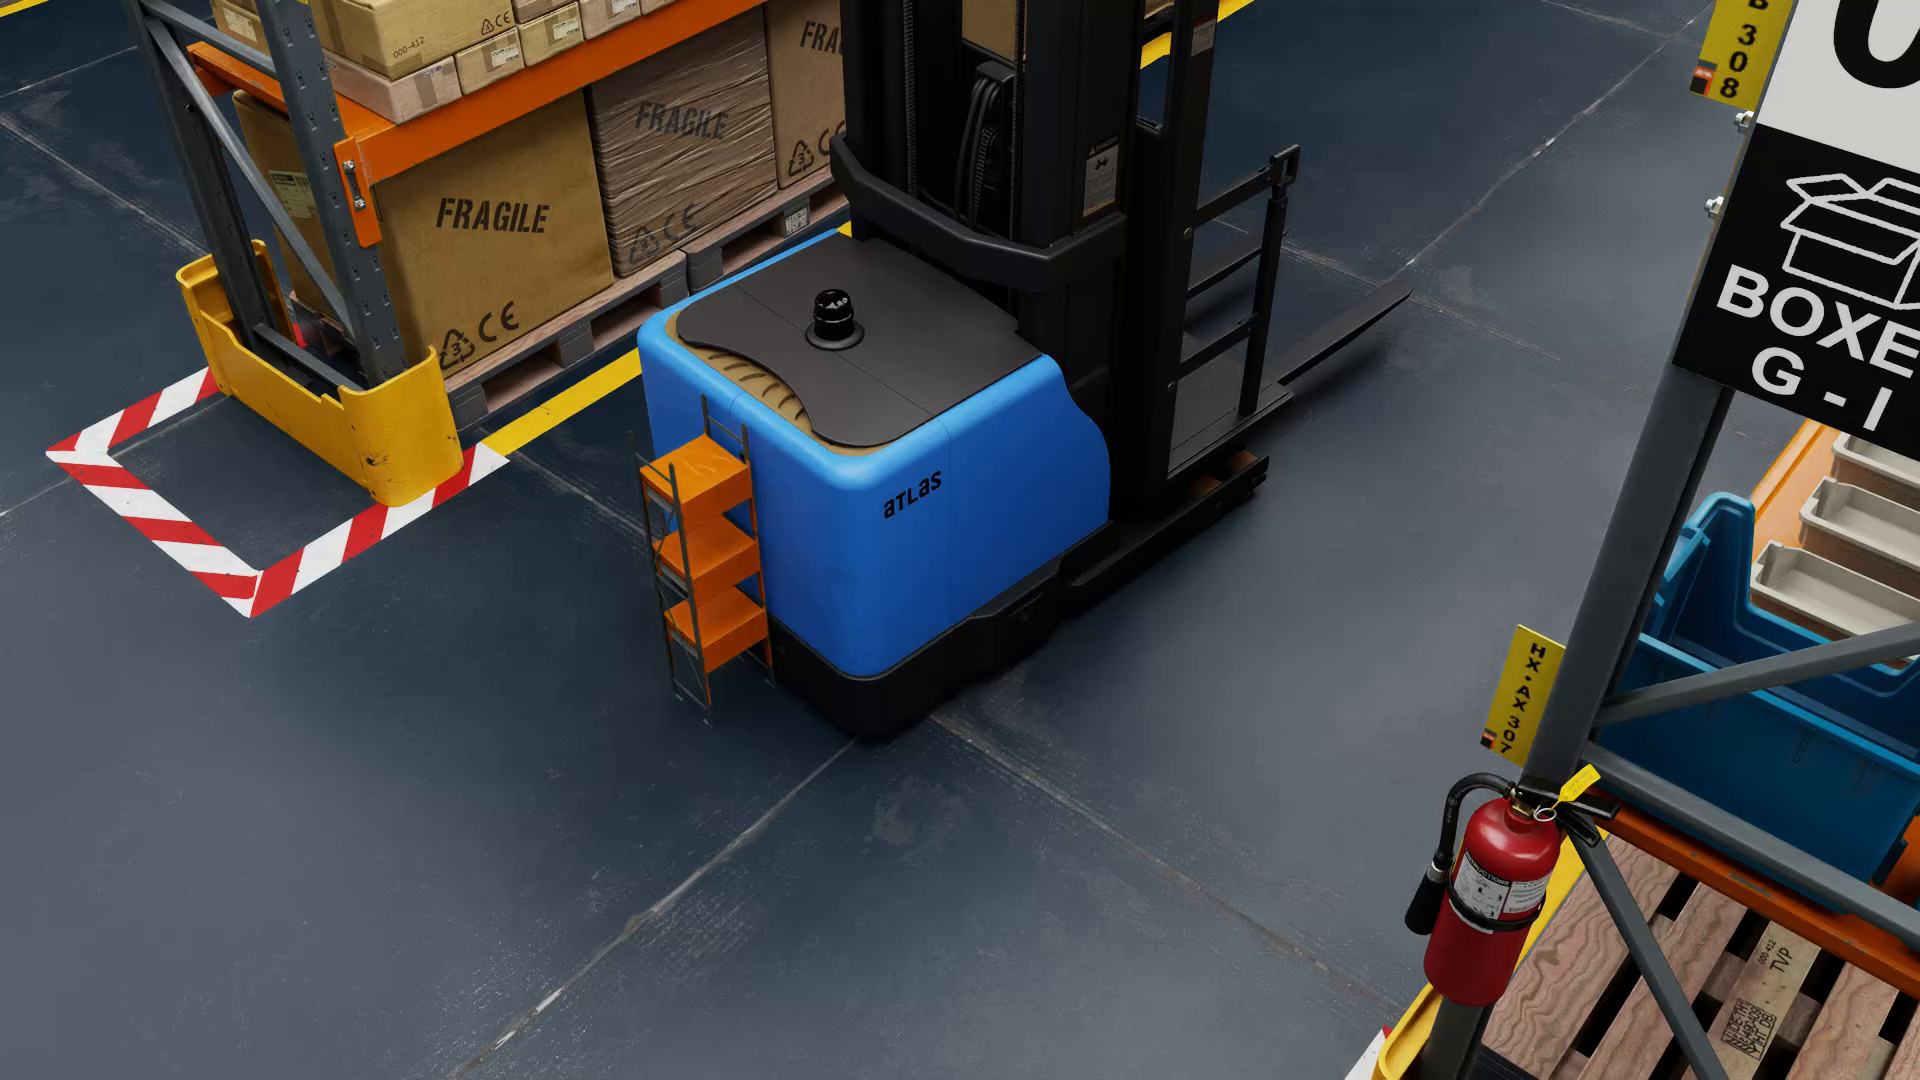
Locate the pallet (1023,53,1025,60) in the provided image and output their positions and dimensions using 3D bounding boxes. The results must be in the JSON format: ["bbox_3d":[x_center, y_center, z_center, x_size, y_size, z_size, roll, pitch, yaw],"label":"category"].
[{"bbox_3d":[-0.293,-2.231,8.046,1.003,0.211,1.213,29,50,28],"label":"pallet"}]

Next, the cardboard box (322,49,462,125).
[{"bbox_3d":[-1.837,-1.507,5.365,0.380,0.149,0.250,30,50,29],"label":"cardboard box"}]

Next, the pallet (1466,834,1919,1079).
[{"bbox_3d":[2.034,1.208,4.265,1.003,0.211,1.213,29,50,28],"label":"pallet"}]

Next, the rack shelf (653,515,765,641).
[{"bbox_3d":[-0.741,0.093,4.883,0.240,0.259,0.215,-33,51,-31],"label":"rack shelf"}]

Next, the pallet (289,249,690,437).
[{"bbox_3d":[-1.863,-0.974,6.664,1.003,0.211,1.213,29,50,28],"label":"pallet"}]

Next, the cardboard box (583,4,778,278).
[{"bbox_3d":[-1.381,-1.762,6.726,0.875,0.875,0.875,29,50,28],"label":"cardboard box"}]

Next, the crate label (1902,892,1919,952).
[{"bbox_3d":[1.884,0.639,2.897,0.416,0.233,0.303,29,50,28],"label":"crate label"}]

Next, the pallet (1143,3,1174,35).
[{"bbox_3d":[0.696,-3.018,8.912,1.003,0.211,1.213,29,50,28],"label":"pallet"}]

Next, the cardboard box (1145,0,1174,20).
[{"bbox_3d":[0.653,-3.327,8.447,1.225,0.875,0.875,30,50,29],"label":"cardboard box"}]

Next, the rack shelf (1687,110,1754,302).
[{"bbox_3d":[2.760,-1.289,3.243,1.077,0.370,4.000,29,50,28],"label":"rack shelf"}]

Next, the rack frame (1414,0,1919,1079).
[{"bbox_3d":[1.471,0.583,2.879,0.949,2.616,0.053,29,50,28],"label":"rack frame"}]

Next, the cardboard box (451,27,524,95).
[{"bbox_3d":[-1.673,-1.640,5.511,0.380,0.149,0.250,29,50,28],"label":"cardboard box"}]

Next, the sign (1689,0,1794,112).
[{"bbox_3d":[1.042,-0.717,2.157,0.100,0.325,0.005,29,50,28],"label":"sign"}]

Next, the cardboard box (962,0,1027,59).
[{"bbox_3d":[-0.229,-2.684,7.739,0.875,0.875,0.875,29,50,28],"label":"cardboard box"}]

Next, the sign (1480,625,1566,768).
[{"bbox_3d":[1.042,0.294,3.076,0.100,0.325,0.005,29,50,28],"label":"sign"}]

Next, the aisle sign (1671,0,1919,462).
[{"bbox_3d":[1.203,-0.467,2.102,0.394,0.787,0.004,29,50,28],"label":"aisle sign"}]

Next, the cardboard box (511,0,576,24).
[{"bbox_3d":[-1.473,-2.016,5.627,0.500,0.250,0.500,29,50,28],"label":"cardboard box"}]

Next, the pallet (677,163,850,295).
[{"bbox_3d":[-1.078,-1.599,7.352,1.003,0.211,1.213,29,50,28],"label":"pallet"}]

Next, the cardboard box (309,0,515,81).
[{"bbox_3d":[-1.802,-1.745,5.330,0.500,0.250,0.500,28,49,27],"label":"cardboard box"}]

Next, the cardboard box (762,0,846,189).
[{"bbox_3d":[-0.809,-2.221,7.230,0.875,0.875,0.875,29,50,28],"label":"cardboard box"}]

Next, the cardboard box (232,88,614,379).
[{"bbox_3d":[-1.967,-1.294,6.210,0.875,0.875,0.875,29,50,28],"label":"cardboard box"}]

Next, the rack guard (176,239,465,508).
[{"bbox_3d":[-2.333,-0.623,6.064,1.175,0.500,0.348,29,50,28],"label":"rack guard"}]

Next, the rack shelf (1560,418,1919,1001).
[{"bbox_3d":[2.760,-0.180,4.252,1.077,0.370,4.000,29,50,28],"label":"rack shelf"}]

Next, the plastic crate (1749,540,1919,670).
[{"bbox_3d":[1.860,0.161,3.494,0.396,0.136,0.243,29,50,28],"label":"plastic crate"}]

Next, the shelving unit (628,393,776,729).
[{"bbox_3d":[-0.741,0.085,4.876,0.252,1.050,0.215,-33,51,-31],"label":"shelving unit"}]

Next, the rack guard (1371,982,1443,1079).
[{"bbox_3d":[1.468,1.527,3.699,1.175,0.500,0.348,29,50,28],"label":"rack guard"}]

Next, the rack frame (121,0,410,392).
[{"bbox_3d":[-2.318,-1.560,5.236,1.000,3.000,0.127,29,50,28],"label":"rack frame"}]

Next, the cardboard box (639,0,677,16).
[{"bbox_3d":[-1.177,-2.037,5.948,0.380,0.149,0.250,29,49,28],"label":"cardboard box"}]

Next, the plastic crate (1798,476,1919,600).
[{"bbox_3d":[2.057,0.018,3.652,0.396,0.136,0.243,29,50,28],"label":"plastic crate"}]

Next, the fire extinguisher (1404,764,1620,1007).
[{"bbox_3d":[1.028,0.632,3.160,0.296,0.674,0.183,29,50,28],"label":"fire extinguisher"}]

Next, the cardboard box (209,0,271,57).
[{"bbox_3d":[-2.340,-1.793,5.679,0.380,0.149,0.250,30,50,29],"label":"cardboard box"}]

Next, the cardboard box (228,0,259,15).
[{"bbox_3d":[-2.209,-1.979,5.587,0.500,0.250,0.500,29,50,28],"label":"cardboard box"}]

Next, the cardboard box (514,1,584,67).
[{"bbox_3d":[-1.508,-1.772,5.656,0.380,0.149,0.250,28,49,28],"label":"cardboard box"}]

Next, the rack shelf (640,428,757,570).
[{"bbox_3d":[-0.741,-0.117,4.692,0.240,0.259,0.215,-33,51,-31],"label":"rack shelf"}]

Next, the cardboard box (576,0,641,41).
[{"bbox_3d":[-1.341,-1.907,5.804,0.380,0.149,0.250,29,50,28],"label":"cardboard box"}]

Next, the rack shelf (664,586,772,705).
[{"bbox_3d":[-0.741,0.299,5.070,0.240,0.259,0.215,-33,51,-31],"label":"rack shelf"}]

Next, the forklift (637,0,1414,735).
[{"bbox_3d":[0.451,-1.373,5.081,3.031,2.935,1.130,-33,51,-31],"label":"forklift"}]

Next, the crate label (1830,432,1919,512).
[{"bbox_3d":[2.218,-0.136,3.821,0.396,0.136,0.243,29,50,28],"label":"crate label"}]

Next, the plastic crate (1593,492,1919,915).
[{"bbox_3d":[1.546,0.296,3.124,0.616,0.435,0.499,29,50,28],"label":"plastic crate"}]

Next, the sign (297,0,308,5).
[{"bbox_3d":[-1.897,-1.667,4.651,0.100,0.325,0.005,29,50,28],"label":"sign"}]

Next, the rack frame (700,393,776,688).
[{"bbox_3d":[-0.653,0.029,4.938,0.008,1.050,0.200,-33,51,-31],"label":"rack frame"}]

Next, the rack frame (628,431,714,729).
[{"bbox_3d":[-0.829,0.142,4.813,0.008,1.050,0.200,-33,51,-31],"label":"rack frame"}]

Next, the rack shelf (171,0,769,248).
[{"bbox_3d":[-1.030,-2.324,6.611,1.077,0.370,4.000,29,50,28],"label":"rack shelf"}]
